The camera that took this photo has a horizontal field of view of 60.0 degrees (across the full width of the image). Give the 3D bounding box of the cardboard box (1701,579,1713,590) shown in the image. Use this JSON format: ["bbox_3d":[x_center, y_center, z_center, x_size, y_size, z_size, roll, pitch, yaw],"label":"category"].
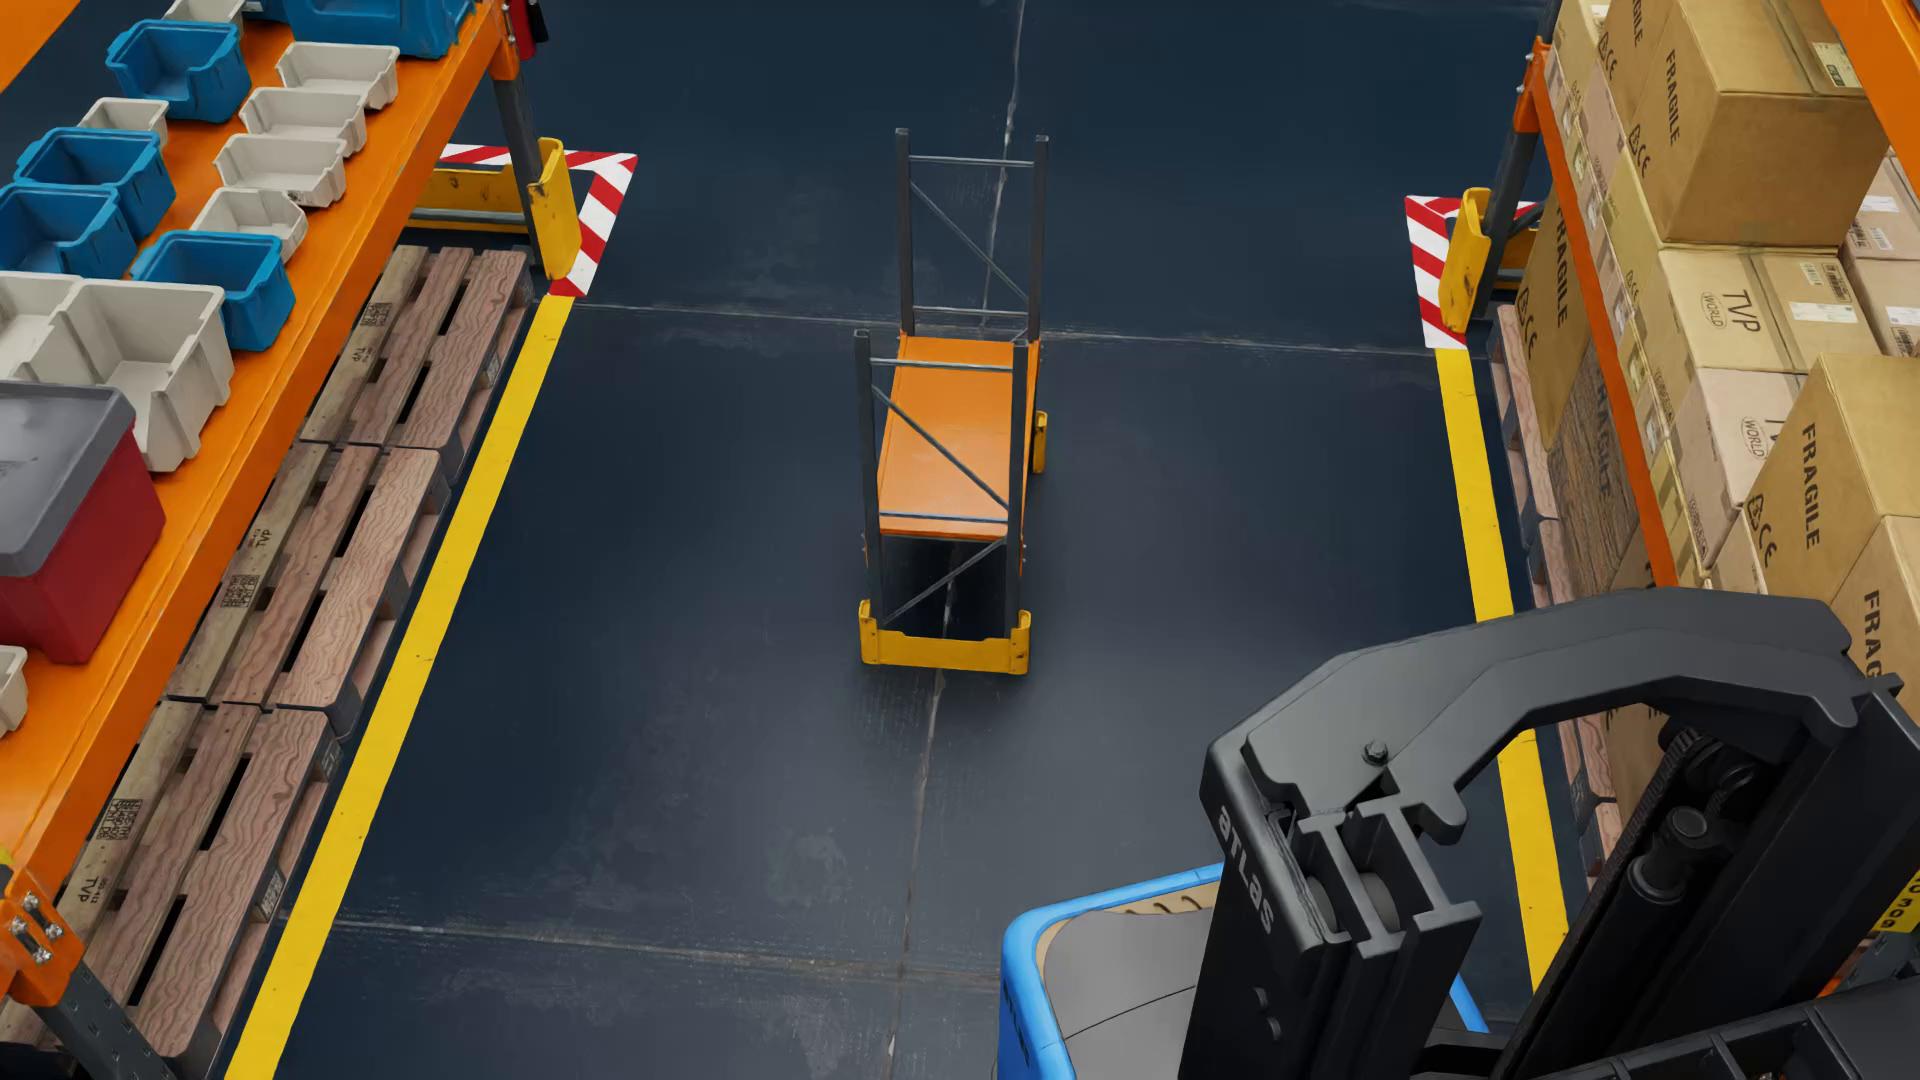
[{"bbox_3d":[2.059,0.250,4.159,0.380,0.149,0.250,5,48,4],"label":"cardboard box"}]

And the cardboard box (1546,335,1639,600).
[{"bbox_3d":[2.590,-0.242,5.594,0.875,0.875,0.875,4,48,4],"label":"cardboard box"}]

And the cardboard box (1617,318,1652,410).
[{"bbox_3d":[2.152,-0.508,4.852,0.380,0.149,0.250,3,48,3],"label":"cardboard box"}]

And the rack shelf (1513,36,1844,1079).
[{"bbox_3d":[2.469,-0.249,4.932,1.077,0.370,4.000,4,48,4],"label":"rack shelf"}]

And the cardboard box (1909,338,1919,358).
[{"bbox_3d":[2.681,-0.404,3.978,0.500,0.500,0.500,3,48,2],"label":"cardboard box"}]

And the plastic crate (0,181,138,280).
[{"bbox_3d":[-2.778,-0.911,5.123,0.416,0.233,0.300,4,48,4],"label":"plastic crate"}]

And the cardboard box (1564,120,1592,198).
[{"bbox_3d":[2.246,-1.261,5.541,0.380,0.149,0.250,3,48,3],"label":"cardboard box"}]

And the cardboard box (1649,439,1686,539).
[{"bbox_3d":[2.105,-0.128,4.504,0.380,0.149,0.250,3,48,3],"label":"cardboard box"}]

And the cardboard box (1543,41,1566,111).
[{"bbox_3d":[2.291,-1.638,5.886,0.380,0.149,0.250,4,48,4],"label":"cardboard box"}]

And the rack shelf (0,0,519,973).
[{"bbox_3d":[-2.463,-0.582,5.237,1.077,0.370,4.000,4,48,4],"label":"rack shelf"}]

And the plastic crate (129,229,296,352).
[{"bbox_3d":[-2.213,-0.732,4.959,0.416,0.233,0.300,4,48,4],"label":"plastic crate"}]

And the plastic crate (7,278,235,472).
[{"bbox_3d":[-2.323,-0.445,4.664,0.437,0.282,0.530,4,48,4],"label":"plastic crate"}]

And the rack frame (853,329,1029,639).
[{"bbox_3d":[-0.054,-0.070,5.298,0.500,1.500,0.032,4,48,4],"label":"rack frame"}]

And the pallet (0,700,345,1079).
[{"bbox_3d":[-2.617,1.043,5.153,1.003,0.211,1.213,4,48,4],"label":"pallet"}]

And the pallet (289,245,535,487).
[{"bbox_3d":[-2.394,-0.750,6.793,1.003,0.211,1.213,4,48,4],"label":"pallet"}]

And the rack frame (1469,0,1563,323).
[{"bbox_3d":[2.652,-1.961,6.011,1.000,3.000,0.127,4,48,4],"label":"rack frame"}]

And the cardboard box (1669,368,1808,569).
[{"bbox_3d":[2.157,-0.169,4.272,0.500,0.250,0.500,5,48,4],"label":"cardboard box"}]

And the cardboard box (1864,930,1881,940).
[{"bbox_3d":[2.066,0.586,3.581,0.500,0.250,0.500,3,48,3],"label":"cardboard box"}]

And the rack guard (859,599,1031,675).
[{"bbox_3d":[-0.052,0.338,5.772,0.587,0.250,0.087,4,48,4],"label":"rack guard"}]

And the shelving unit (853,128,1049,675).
[{"bbox_3d":[-0.007,-0.450,5.645,0.587,1.500,1.083,4,48,4],"label":"shelving unit"}]

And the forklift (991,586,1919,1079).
[{"bbox_3d":[0.969,1.593,2.807,1.130,2.935,3.031,-12,49,-10],"label":"forklift"}]

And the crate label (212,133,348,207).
[{"bbox_3d":[-2.217,-1.196,5.449,0.396,0.136,0.243,4,48,4],"label":"crate label"}]

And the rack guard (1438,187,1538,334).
[{"bbox_3d":[2.654,-1.135,6.950,1.175,0.500,0.348,4,48,4],"label":"rack guard"}]

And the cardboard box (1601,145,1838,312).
[{"bbox_3d":[2.249,-0.925,4.963,0.500,0.250,0.500,2,48,2],"label":"cardboard box"}]

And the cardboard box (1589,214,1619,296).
[{"bbox_3d":[2.199,-0.883,5.195,0.380,0.149,0.250,3,48,3],"label":"cardboard box"}]

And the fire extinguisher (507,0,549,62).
[{"bbox_3d":[-1.814,-2.223,6.555,0.296,0.674,0.183,4,48,4],"label":"fire extinguisher"}]

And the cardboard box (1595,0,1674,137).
[{"bbox_3d":[2.293,-1.562,5.038,0.500,0.500,0.500,3,48,3],"label":"cardboard box"}]

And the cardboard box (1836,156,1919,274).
[{"bbox_3d":[2.779,-0.891,4.932,0.500,0.250,0.500,2,48,2],"label":"cardboard box"}]

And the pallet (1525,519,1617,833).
[{"bbox_3d":[2.543,0.467,5.680,1.003,0.211,1.213,4,48,4],"label":"pallet"}]

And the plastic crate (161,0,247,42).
[{"bbox_3d":[-2.743,-1.836,6.035,0.250,0.136,0.298,4,48,4],"label":"plastic crate"}]

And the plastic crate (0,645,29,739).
[{"bbox_3d":[-2.461,0.381,4.007,0.396,0.136,0.243,4,48,4],"label":"plastic crate"}]

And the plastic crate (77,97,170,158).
[{"bbox_3d":[-2.805,-1.338,5.579,0.250,0.136,0.298,4,48,4],"label":"plastic crate"}]

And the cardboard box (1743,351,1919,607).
[{"bbox_3d":[2.113,-0.049,3.654,0.500,0.500,0.500,4,48,4],"label":"cardboard box"}]

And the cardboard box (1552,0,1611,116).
[{"bbox_3d":[2.339,-1.677,5.651,0.500,0.250,0.500,3,48,2],"label":"cardboard box"}]

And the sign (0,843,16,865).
[{"bbox_3d":[-2.098,0.590,3.490,0.100,0.325,0.005,4,48,4],"label":"sign"}]

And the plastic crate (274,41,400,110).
[{"bbox_3d":[-2.175,-1.614,5.832,0.396,0.136,0.243,4,48,4],"label":"plastic crate"}]
